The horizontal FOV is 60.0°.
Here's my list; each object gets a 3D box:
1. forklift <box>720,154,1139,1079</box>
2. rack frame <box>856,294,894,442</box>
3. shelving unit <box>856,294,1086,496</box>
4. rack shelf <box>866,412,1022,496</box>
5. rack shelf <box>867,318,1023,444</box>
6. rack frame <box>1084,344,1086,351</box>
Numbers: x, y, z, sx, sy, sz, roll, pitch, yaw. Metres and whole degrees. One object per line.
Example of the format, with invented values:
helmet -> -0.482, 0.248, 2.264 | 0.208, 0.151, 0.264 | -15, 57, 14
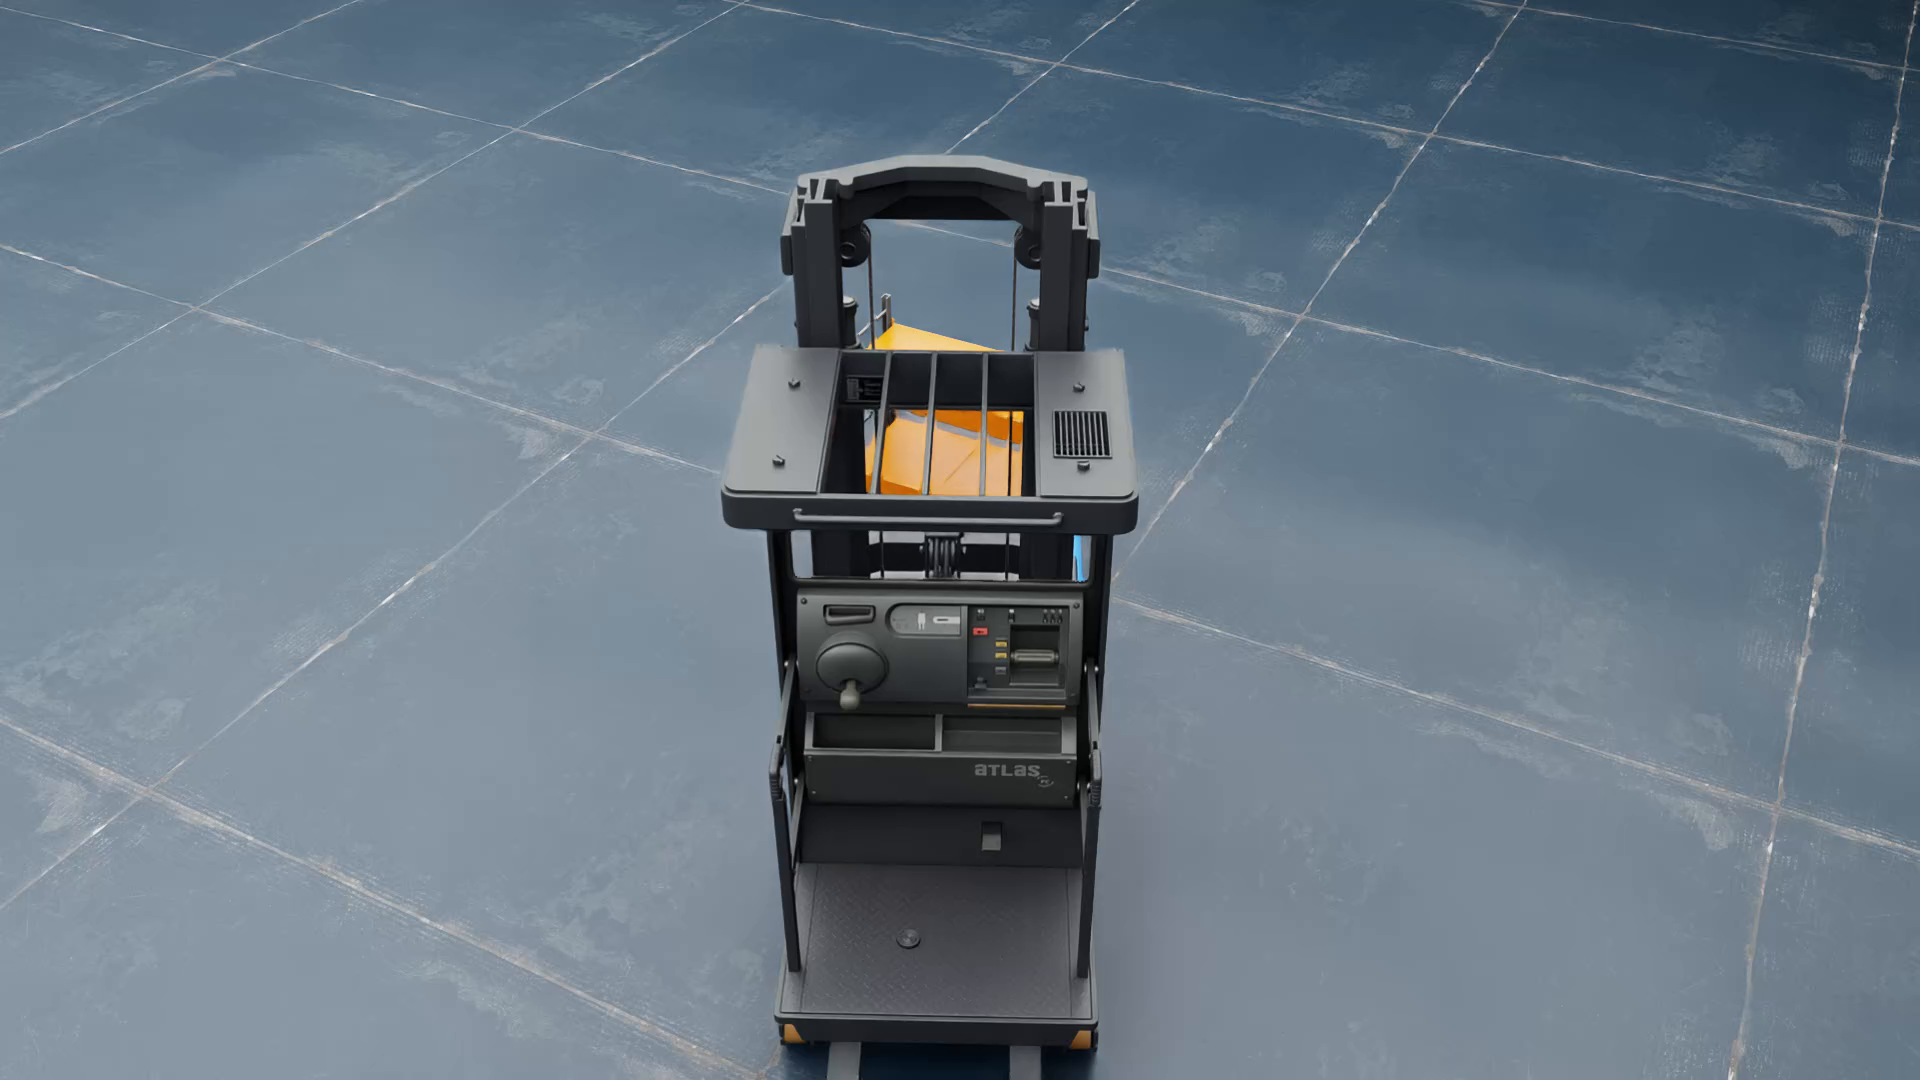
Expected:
forklift -> -0.069, 0.433, 5.256 | 1.130, 2.935, 3.031 | 1, 37, 1
rack frame -> -0.457, -0.591, 8.099 | 0.032, 1.125, 0.500 | 17, 41, 21
shelving unit -> -0.006, -0.450, 7.912 | 1.048, 1.125, 0.538 | 17, 41, 21
rack shelf -> -0.006, -0.255, 8.060 | 1.000, 0.278, 0.538 | 17, 41, 21
rack shelf -> -0.006, -0.683, 7.735 | 1.000, 0.278, 0.538 | 17, 41, 21
rack frame -> 0.445, -0.309, 7.726 | 0.032, 1.125, 0.500 | 17, 41, 21
